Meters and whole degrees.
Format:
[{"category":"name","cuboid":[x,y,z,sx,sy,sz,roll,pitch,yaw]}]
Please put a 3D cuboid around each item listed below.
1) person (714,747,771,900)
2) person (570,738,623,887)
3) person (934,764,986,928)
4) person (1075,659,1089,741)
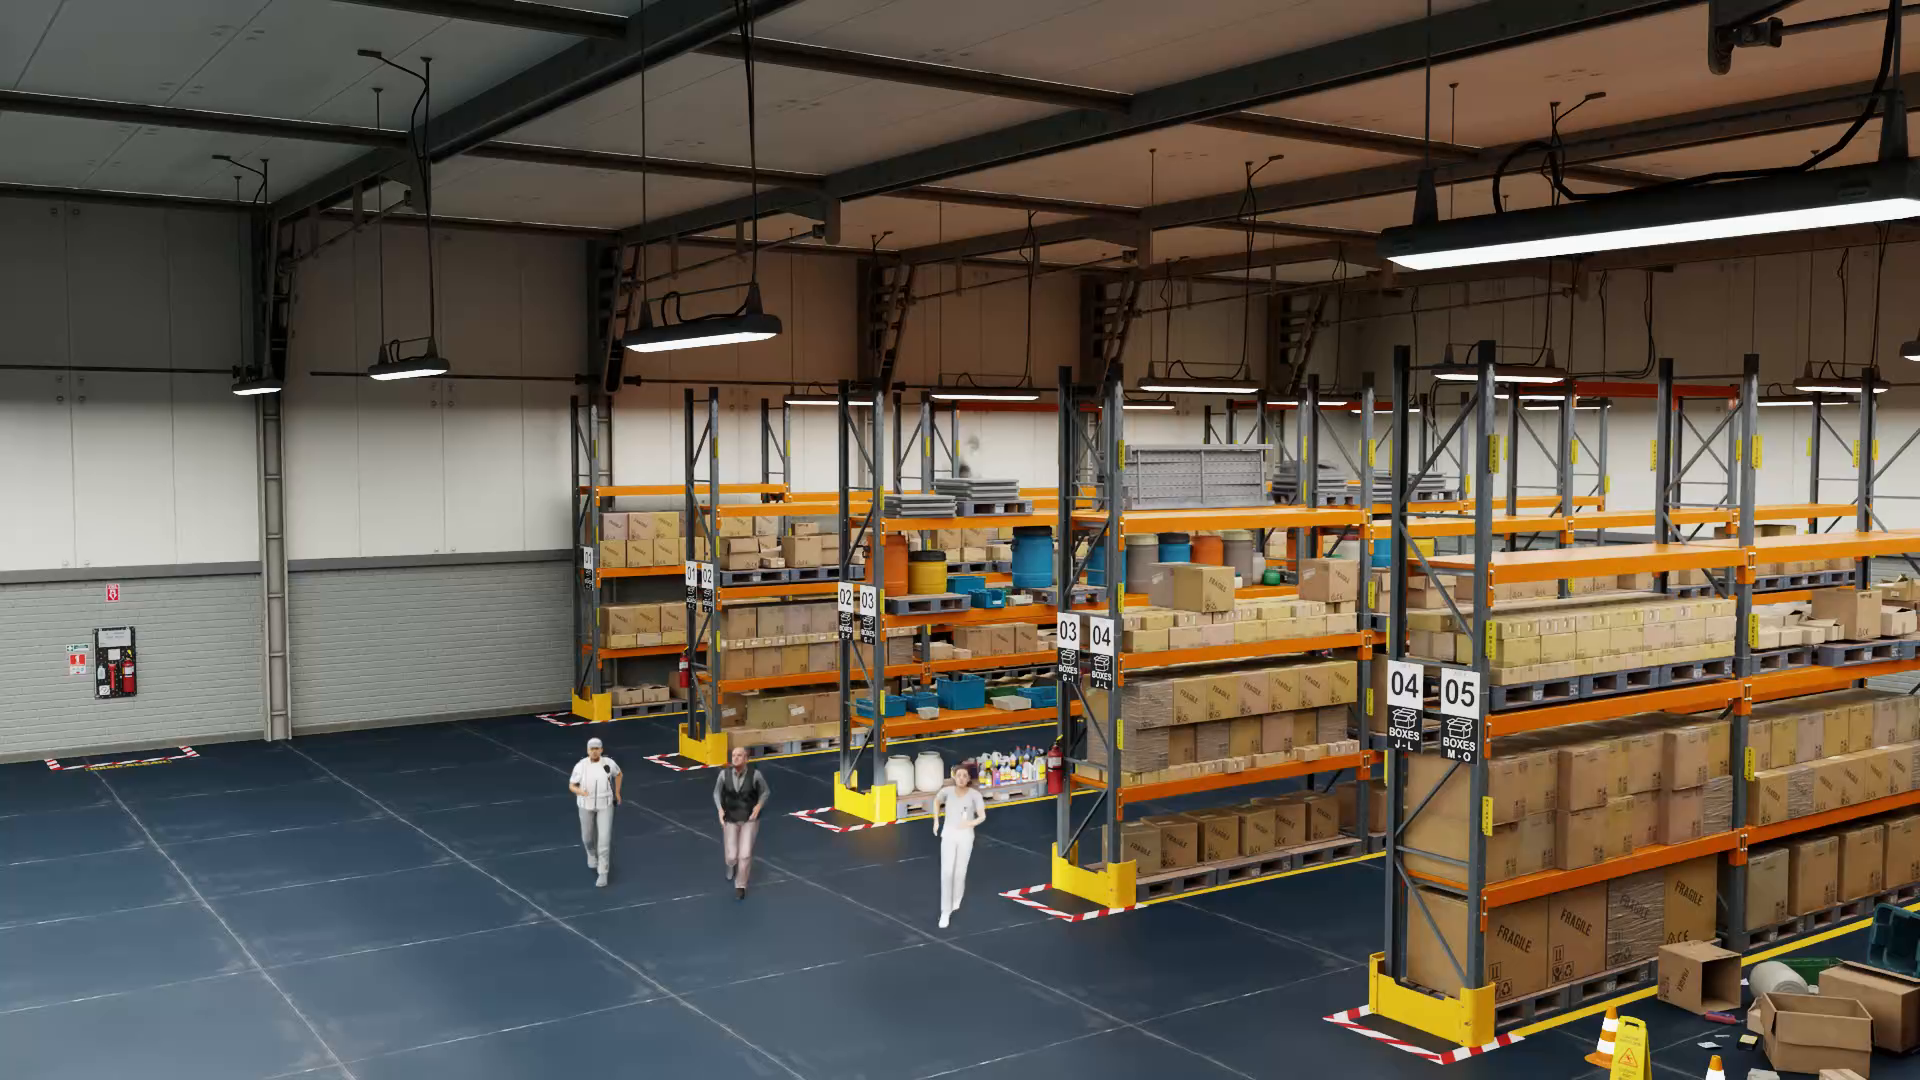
[{"category":"person","cuboid":[-2.477,3.194,18.915,0.661,1.697,0.635,0,3,0]},{"category":"person","cuboid":[-4.264,3.142,19.502,0.606,1.662,0.923,-1,3,-11]},{"category":"person","cuboid":[-0.005,3.261,17.953,0.563,1.720,0.746,0,3,1]},{"category":"person","cuboid":[2.045,2.694,27.642,0.878,1.575,0.543,-3,4,-37]}]
